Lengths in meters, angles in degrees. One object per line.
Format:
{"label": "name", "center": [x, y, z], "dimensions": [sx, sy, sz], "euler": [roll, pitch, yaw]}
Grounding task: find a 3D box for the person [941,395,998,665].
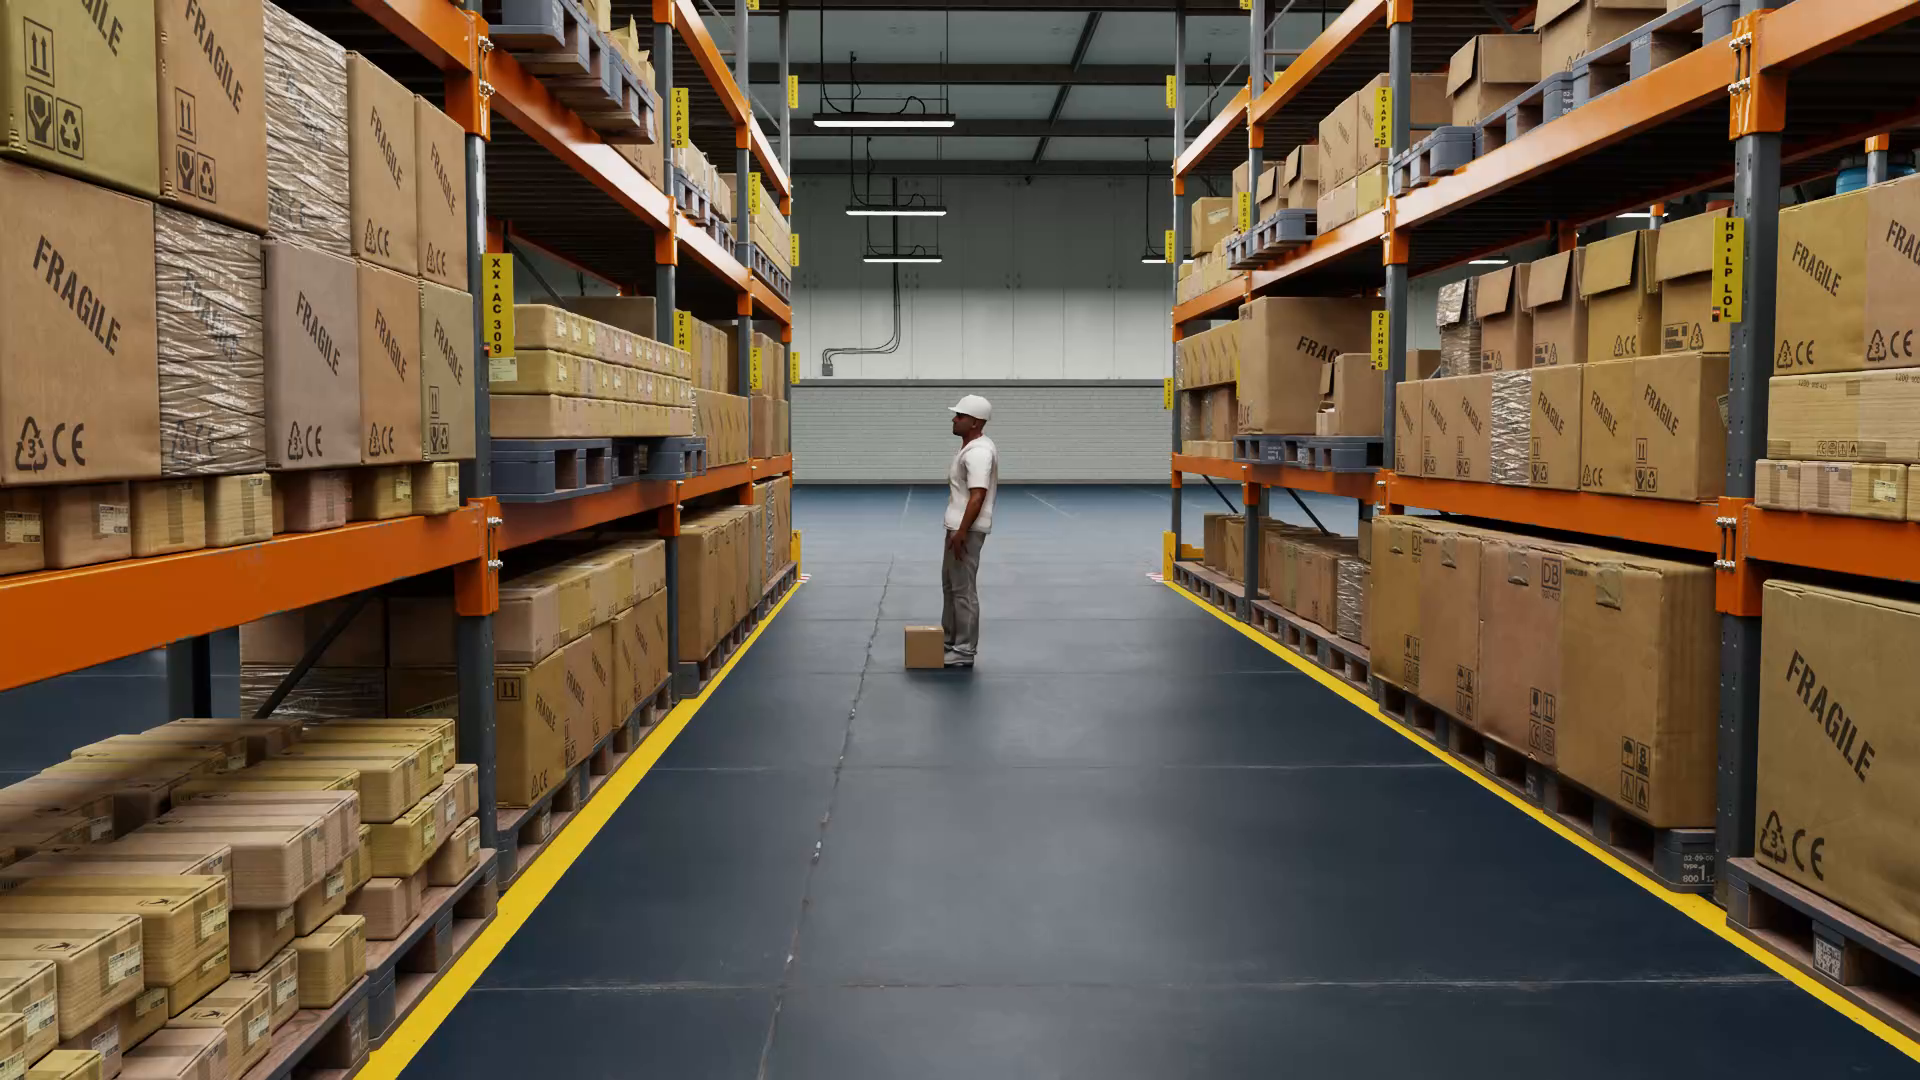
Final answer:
{"label": "person", "center": [-0.036, -0.061, 10.907], "dimensions": [0.575, 1.761, 0.665], "euler": [0, 4, -1]}
